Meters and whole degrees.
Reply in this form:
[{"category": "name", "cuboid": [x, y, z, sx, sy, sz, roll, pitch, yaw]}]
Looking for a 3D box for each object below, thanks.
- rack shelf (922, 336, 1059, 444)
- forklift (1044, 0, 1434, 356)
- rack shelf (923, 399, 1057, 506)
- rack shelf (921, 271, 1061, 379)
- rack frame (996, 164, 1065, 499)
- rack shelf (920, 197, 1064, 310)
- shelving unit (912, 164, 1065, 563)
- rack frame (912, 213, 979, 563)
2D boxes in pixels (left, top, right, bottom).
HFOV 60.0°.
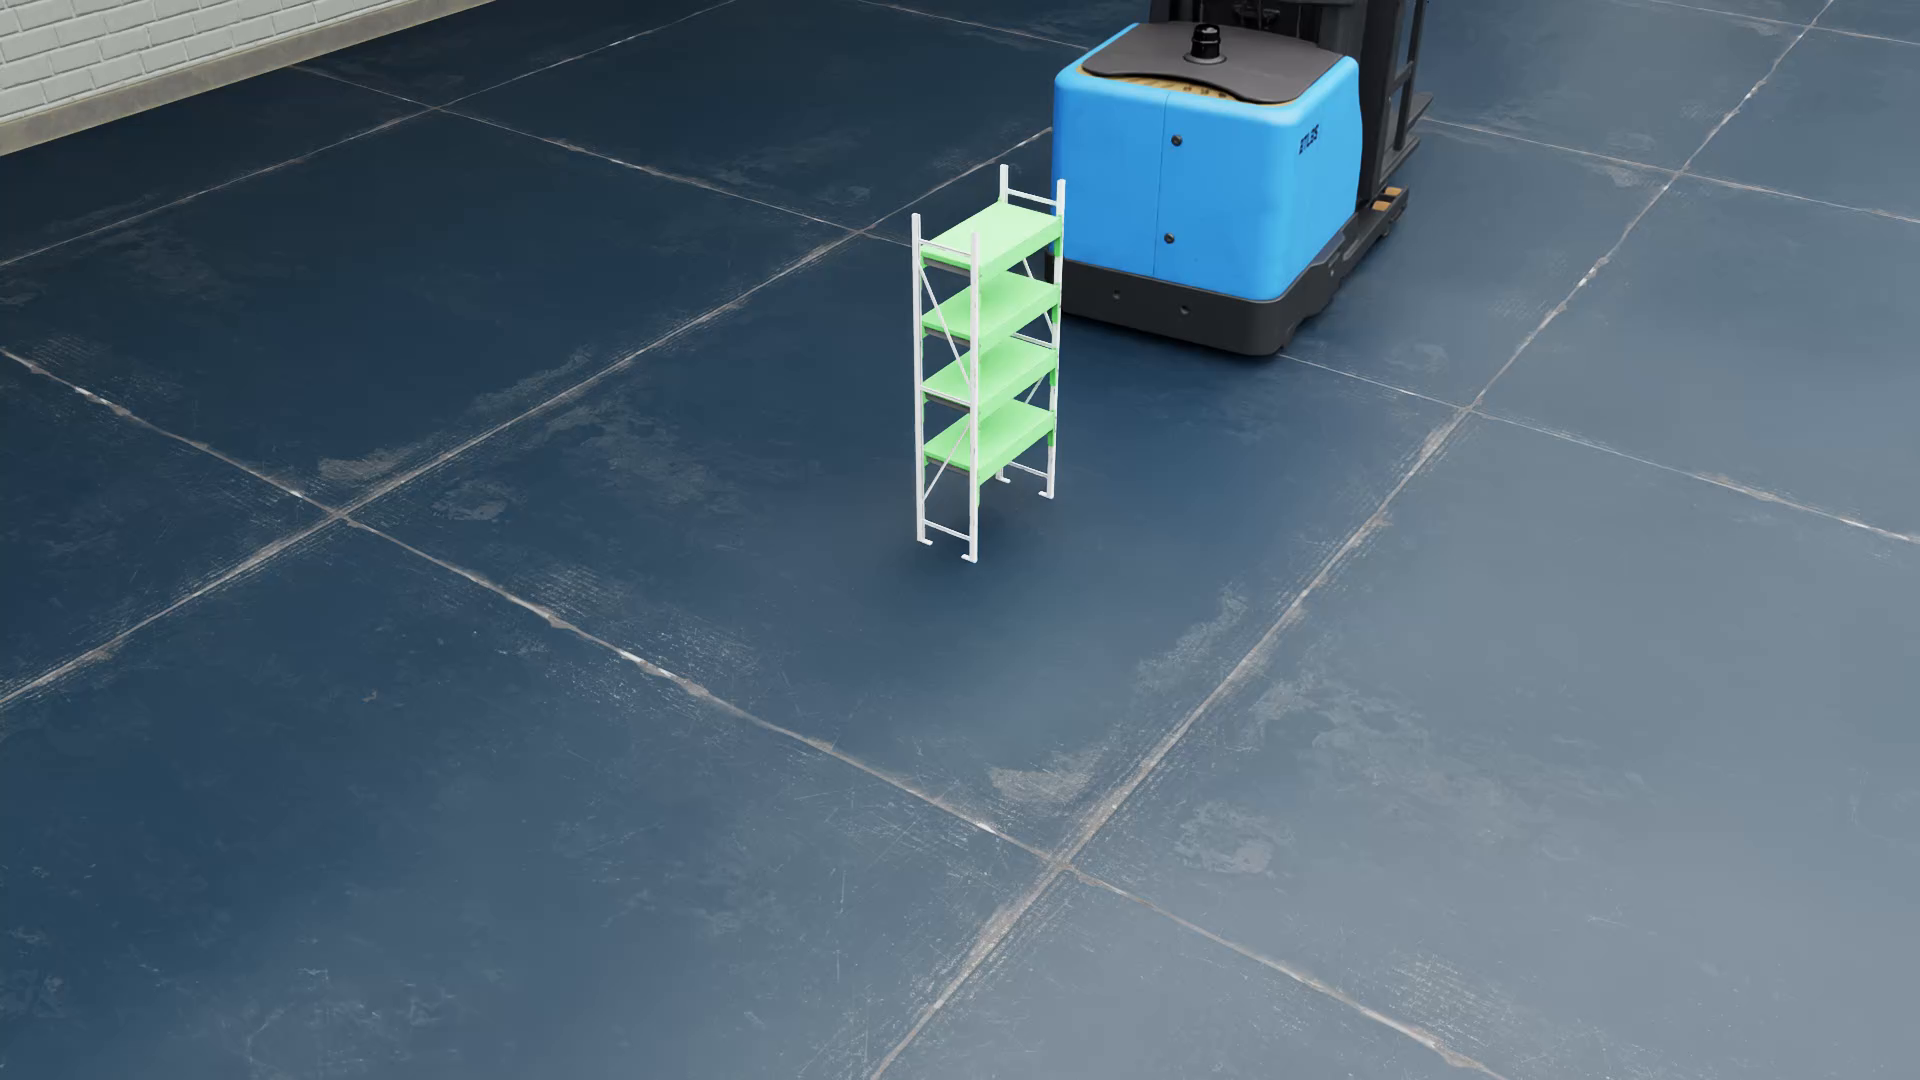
[{"category": "rack shelf", "cuboid": [0.094, -0.520, 5.562, 0.258, 0.148, 0.480, 21, 39, 28]}, {"category": "forklift", "cuboid": [1.507, -2.762, 7.218, 1.130, 2.935, 3.031, 17, 38, 23]}, {"category": "rack shelf", "cuboid": [0.094, -0.321, 5.697, 0.258, 0.148, 0.480, 21, 39, 28]}, {"category": "rack shelf", "cuboid": [0.094, -0.719, 5.428, 0.258, 0.148, 0.480, 21, 39, 28]}, {"category": "rack frame", "cuboid": [0.234, -0.685, 5.693, 0.240, 1.200, 0.015, 21, 39, 28]}, {"category": "rack shelf", "cuboid": [0.094, -0.918, 5.293, 0.258, 0.148, 0.480, 21, 39, 28]}, {"category": "shelving unit", "cuboid": [0.094, -0.573, 5.527, 0.258, 1.200, 0.503, 21, 39, 28]}, {"category": "rack frame", "cuboid": [-0.045, -0.461, 5.360, 0.240, 1.200, 0.015, 21, 39, 28]}]
